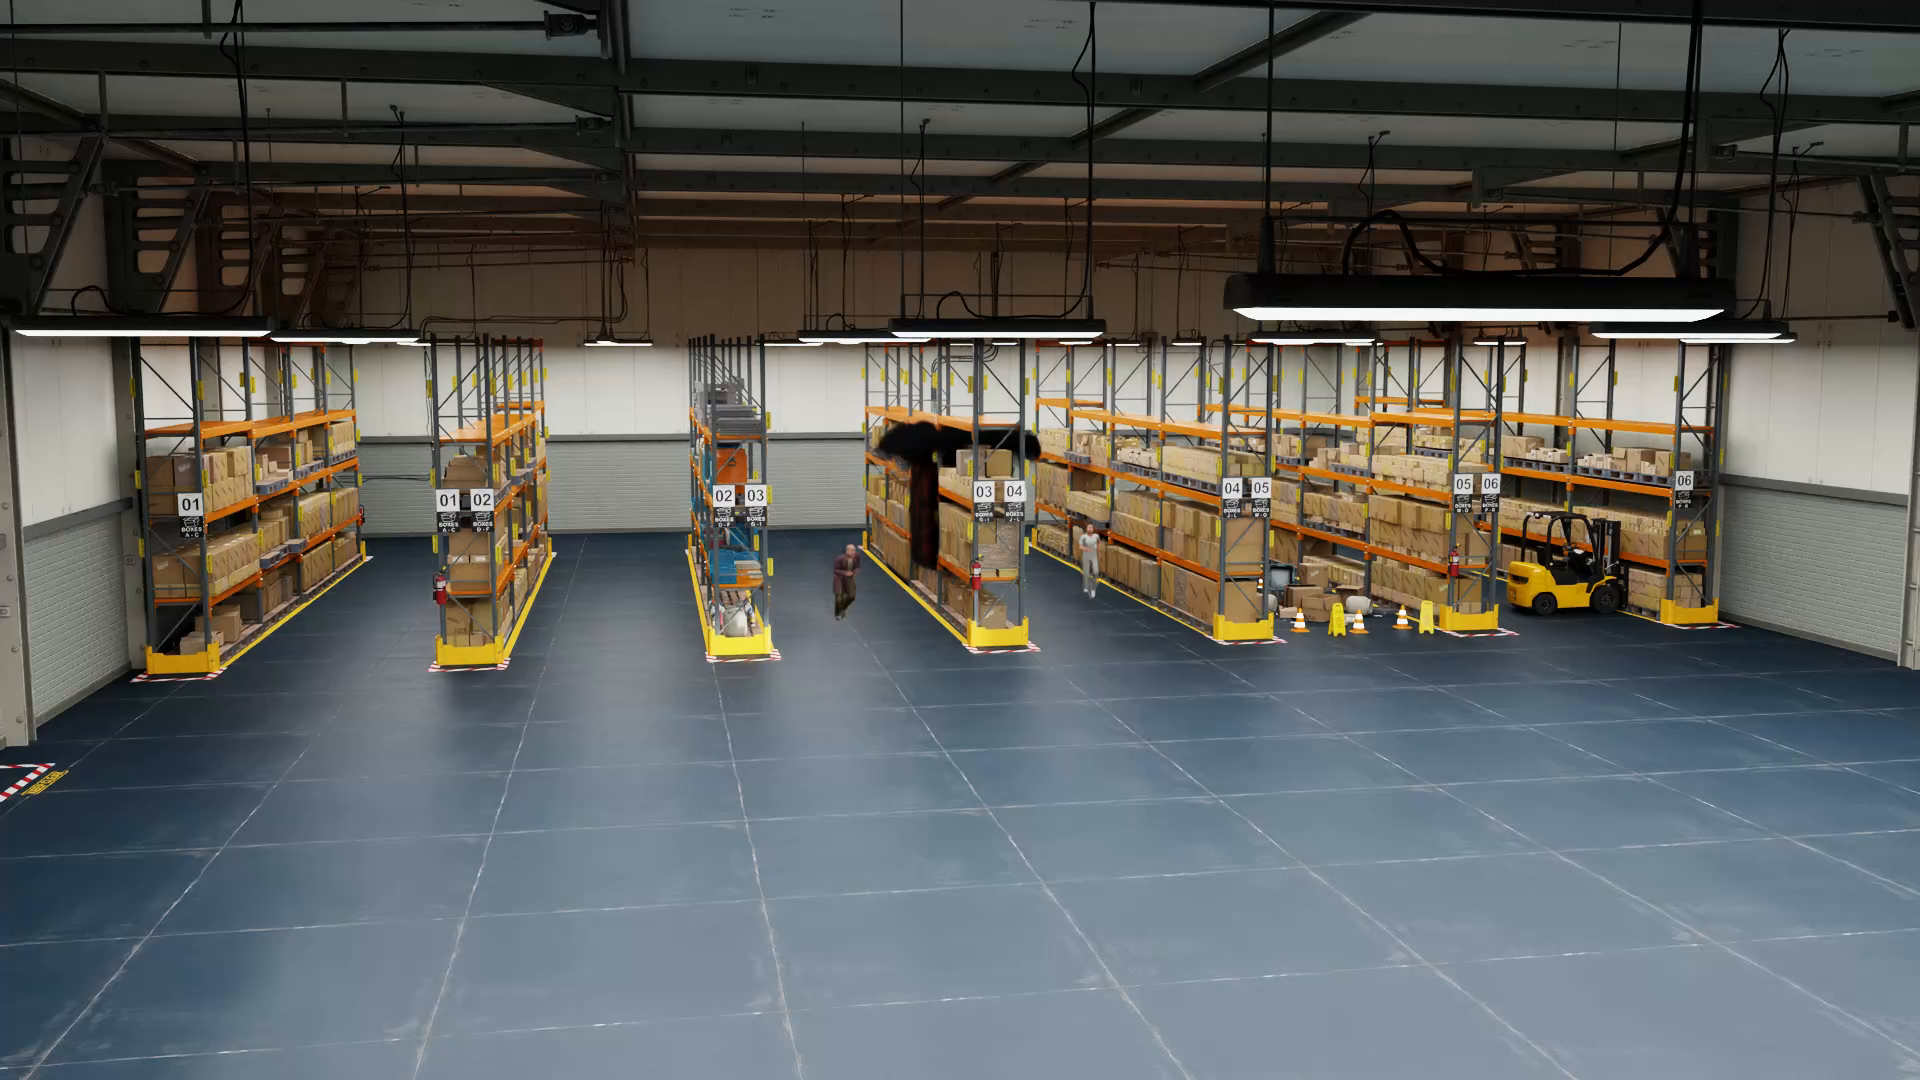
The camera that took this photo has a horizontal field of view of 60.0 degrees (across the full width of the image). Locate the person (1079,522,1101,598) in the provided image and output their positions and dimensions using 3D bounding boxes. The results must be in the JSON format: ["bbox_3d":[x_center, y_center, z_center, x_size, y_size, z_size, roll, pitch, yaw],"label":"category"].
[{"bbox_3d":[2.941,0.442,37.510,0.542,1.691,0.793,-1,7,-7],"label":"person"}]

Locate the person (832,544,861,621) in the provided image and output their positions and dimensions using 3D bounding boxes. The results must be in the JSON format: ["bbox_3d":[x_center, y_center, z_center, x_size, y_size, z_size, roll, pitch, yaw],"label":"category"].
[{"bbox_3d":[-2.298,0.914,33.972,0.721,1.529,0.963,-4,8,-29],"label":"person"}]
